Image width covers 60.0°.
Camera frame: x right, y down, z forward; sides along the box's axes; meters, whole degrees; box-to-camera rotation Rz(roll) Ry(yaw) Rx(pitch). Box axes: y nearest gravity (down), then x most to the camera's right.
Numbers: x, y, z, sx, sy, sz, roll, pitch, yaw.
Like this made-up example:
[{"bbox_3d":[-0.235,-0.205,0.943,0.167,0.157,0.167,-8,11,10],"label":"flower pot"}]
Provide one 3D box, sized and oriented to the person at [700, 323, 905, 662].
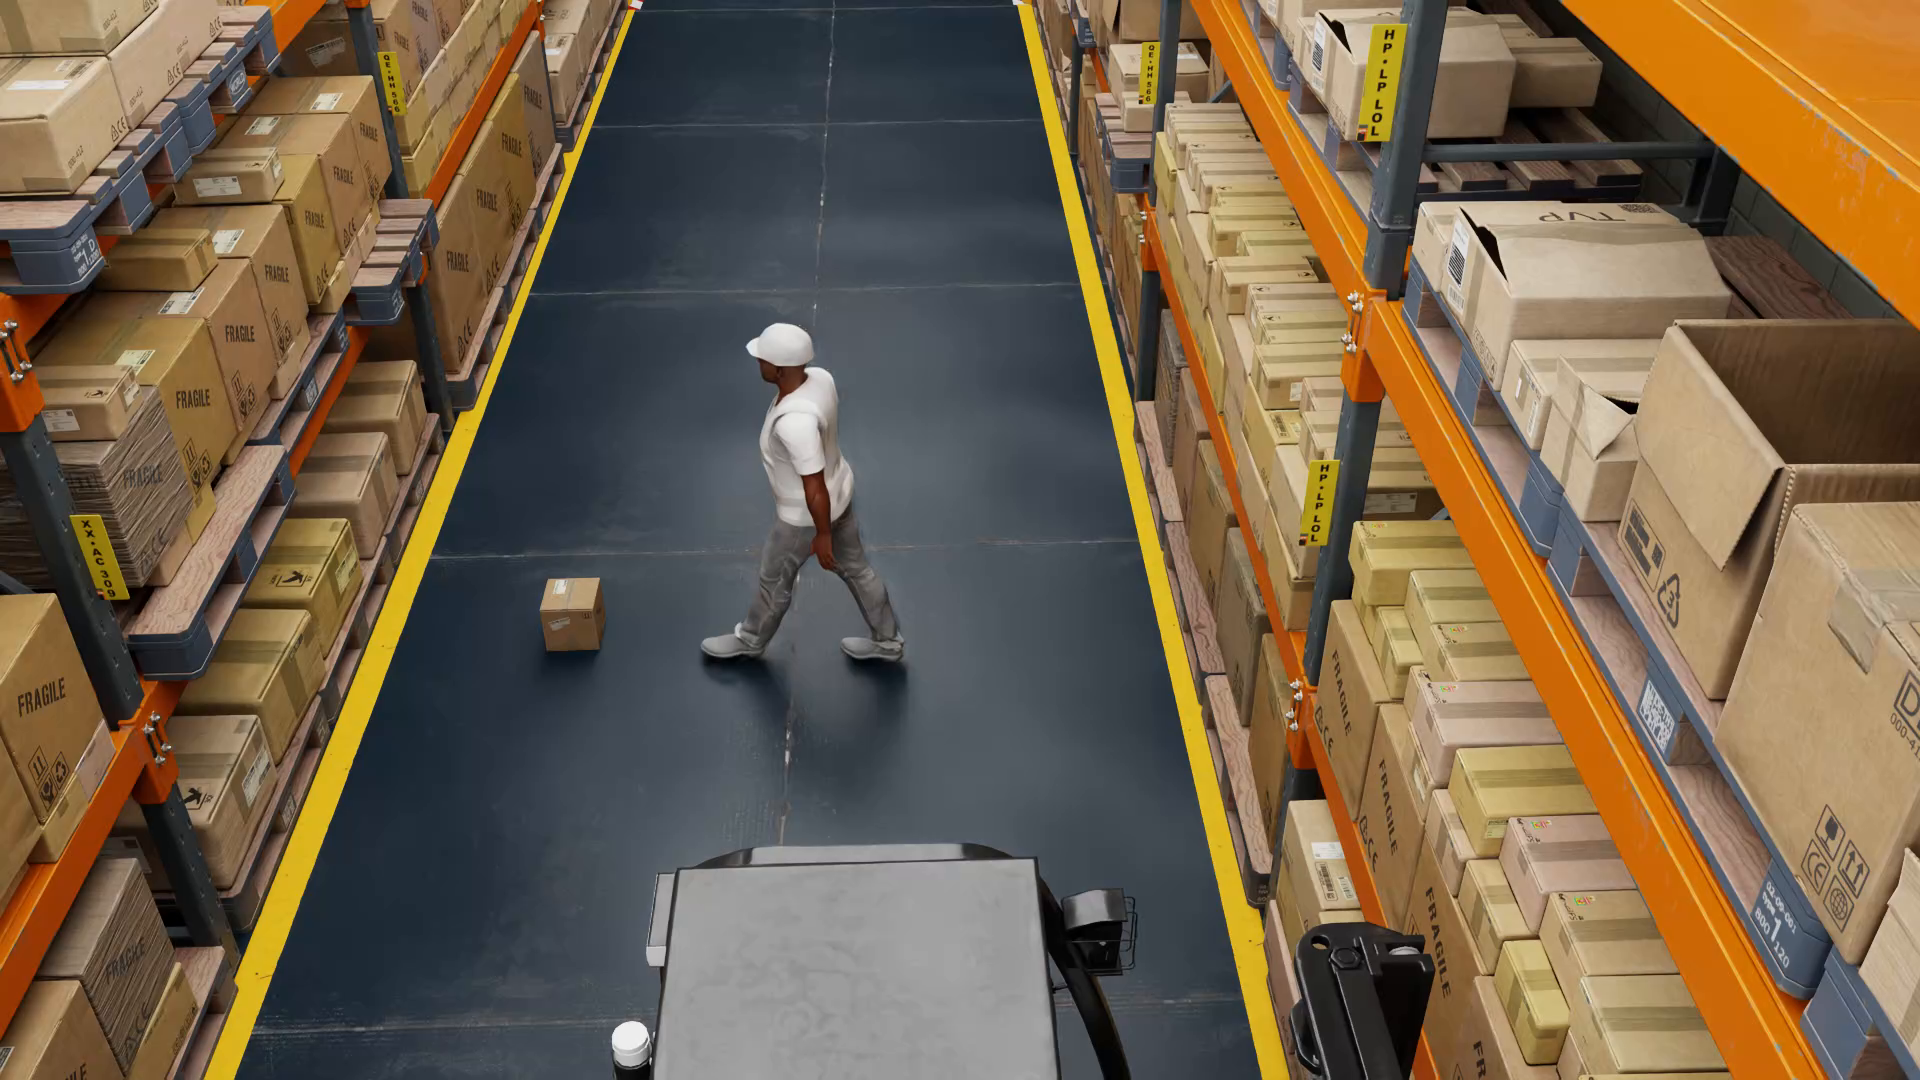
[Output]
[{"bbox_3d":[-0.723,-0.196,7.437,0.959,1.706,0.603,8,36,12],"label":"person"}]
